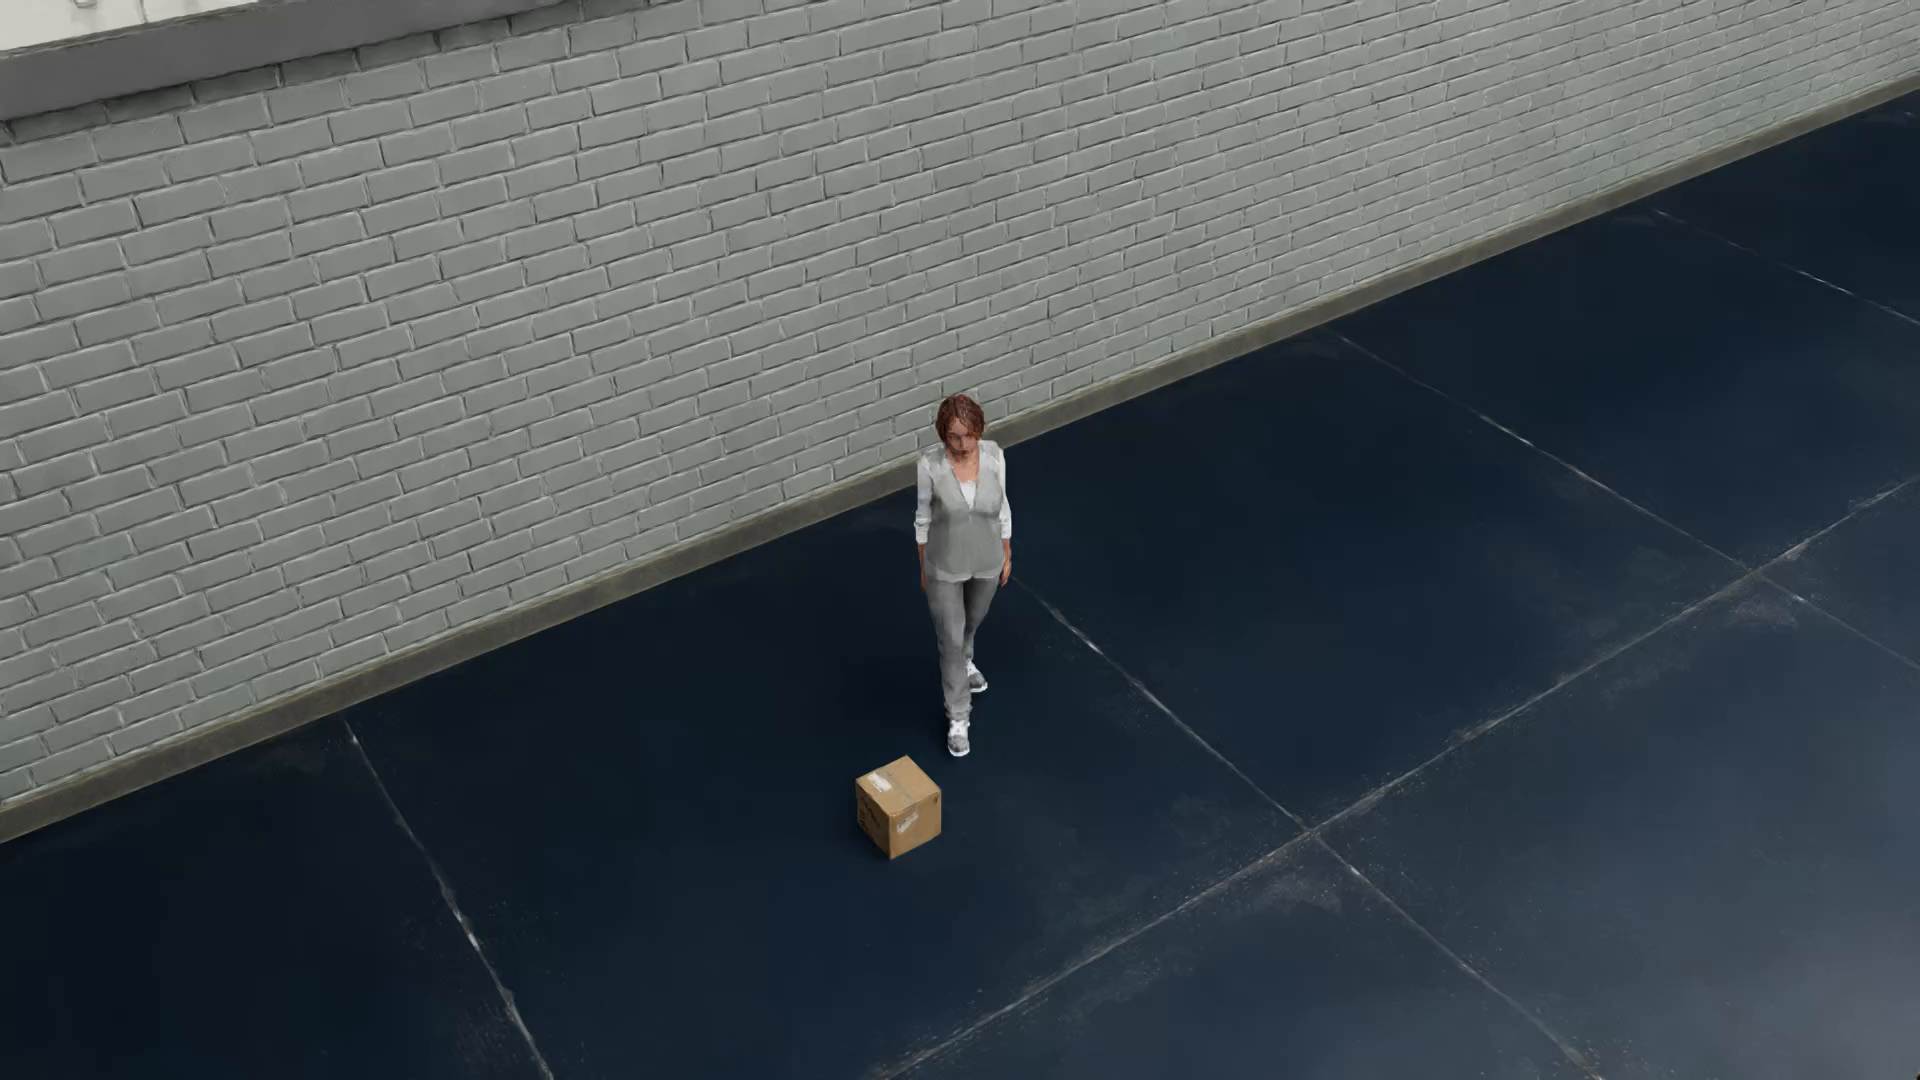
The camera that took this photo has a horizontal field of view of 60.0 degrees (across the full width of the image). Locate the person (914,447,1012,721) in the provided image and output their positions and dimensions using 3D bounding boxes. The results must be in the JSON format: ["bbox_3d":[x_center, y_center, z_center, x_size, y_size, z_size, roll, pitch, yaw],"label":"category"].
[{"bbox_3d":[0.003,0.142,6.961,0.404,1.278,0.491,-11,38,-14],"label":"person"}]
